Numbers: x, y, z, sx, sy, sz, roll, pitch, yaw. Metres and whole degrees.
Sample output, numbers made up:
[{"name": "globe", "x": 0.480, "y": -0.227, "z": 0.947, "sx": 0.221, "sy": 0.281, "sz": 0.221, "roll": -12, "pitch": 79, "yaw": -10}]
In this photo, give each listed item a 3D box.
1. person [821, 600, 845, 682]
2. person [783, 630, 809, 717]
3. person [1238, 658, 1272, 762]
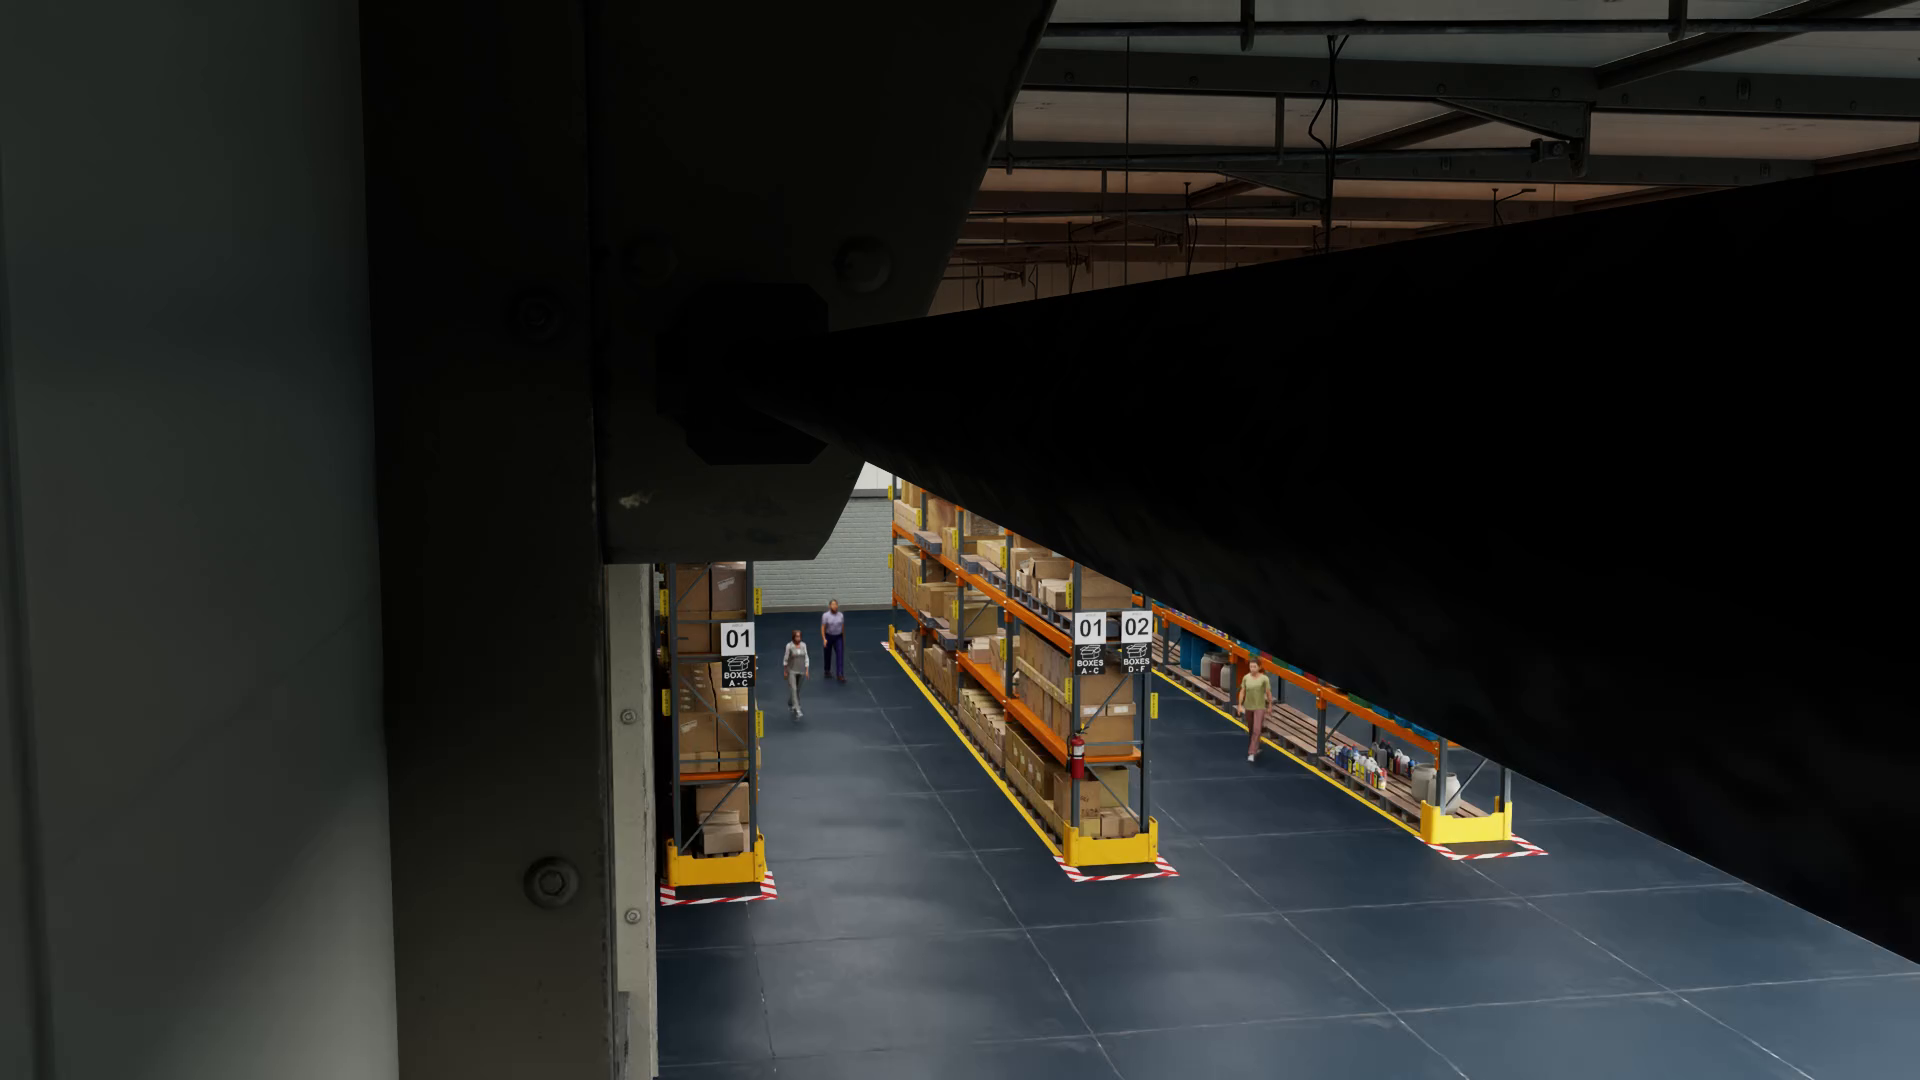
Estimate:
[{"name": "person", "x": -2.515, "y": 1.972, "z": 32.946, "sx": 0.503, "sy": 1.581, "sz": 1.053, "roll": -1, "pitch": 6, "yaw": -12}, {"name": "person", "x": -2.882, "y": 2.356, "z": 29.497, "sx": 0.442, "sy": 1.541, "sz": 0.986, "roll": -4, "pitch": 7, "yaw": -32}, {"name": "person", "x": 4.625, "y": 2.668, "z": 26.287, "sx": 0.472, "sy": 1.615, "sz": 1.044, "roll": 4, "pitch": 7, "yaw": 32}]
